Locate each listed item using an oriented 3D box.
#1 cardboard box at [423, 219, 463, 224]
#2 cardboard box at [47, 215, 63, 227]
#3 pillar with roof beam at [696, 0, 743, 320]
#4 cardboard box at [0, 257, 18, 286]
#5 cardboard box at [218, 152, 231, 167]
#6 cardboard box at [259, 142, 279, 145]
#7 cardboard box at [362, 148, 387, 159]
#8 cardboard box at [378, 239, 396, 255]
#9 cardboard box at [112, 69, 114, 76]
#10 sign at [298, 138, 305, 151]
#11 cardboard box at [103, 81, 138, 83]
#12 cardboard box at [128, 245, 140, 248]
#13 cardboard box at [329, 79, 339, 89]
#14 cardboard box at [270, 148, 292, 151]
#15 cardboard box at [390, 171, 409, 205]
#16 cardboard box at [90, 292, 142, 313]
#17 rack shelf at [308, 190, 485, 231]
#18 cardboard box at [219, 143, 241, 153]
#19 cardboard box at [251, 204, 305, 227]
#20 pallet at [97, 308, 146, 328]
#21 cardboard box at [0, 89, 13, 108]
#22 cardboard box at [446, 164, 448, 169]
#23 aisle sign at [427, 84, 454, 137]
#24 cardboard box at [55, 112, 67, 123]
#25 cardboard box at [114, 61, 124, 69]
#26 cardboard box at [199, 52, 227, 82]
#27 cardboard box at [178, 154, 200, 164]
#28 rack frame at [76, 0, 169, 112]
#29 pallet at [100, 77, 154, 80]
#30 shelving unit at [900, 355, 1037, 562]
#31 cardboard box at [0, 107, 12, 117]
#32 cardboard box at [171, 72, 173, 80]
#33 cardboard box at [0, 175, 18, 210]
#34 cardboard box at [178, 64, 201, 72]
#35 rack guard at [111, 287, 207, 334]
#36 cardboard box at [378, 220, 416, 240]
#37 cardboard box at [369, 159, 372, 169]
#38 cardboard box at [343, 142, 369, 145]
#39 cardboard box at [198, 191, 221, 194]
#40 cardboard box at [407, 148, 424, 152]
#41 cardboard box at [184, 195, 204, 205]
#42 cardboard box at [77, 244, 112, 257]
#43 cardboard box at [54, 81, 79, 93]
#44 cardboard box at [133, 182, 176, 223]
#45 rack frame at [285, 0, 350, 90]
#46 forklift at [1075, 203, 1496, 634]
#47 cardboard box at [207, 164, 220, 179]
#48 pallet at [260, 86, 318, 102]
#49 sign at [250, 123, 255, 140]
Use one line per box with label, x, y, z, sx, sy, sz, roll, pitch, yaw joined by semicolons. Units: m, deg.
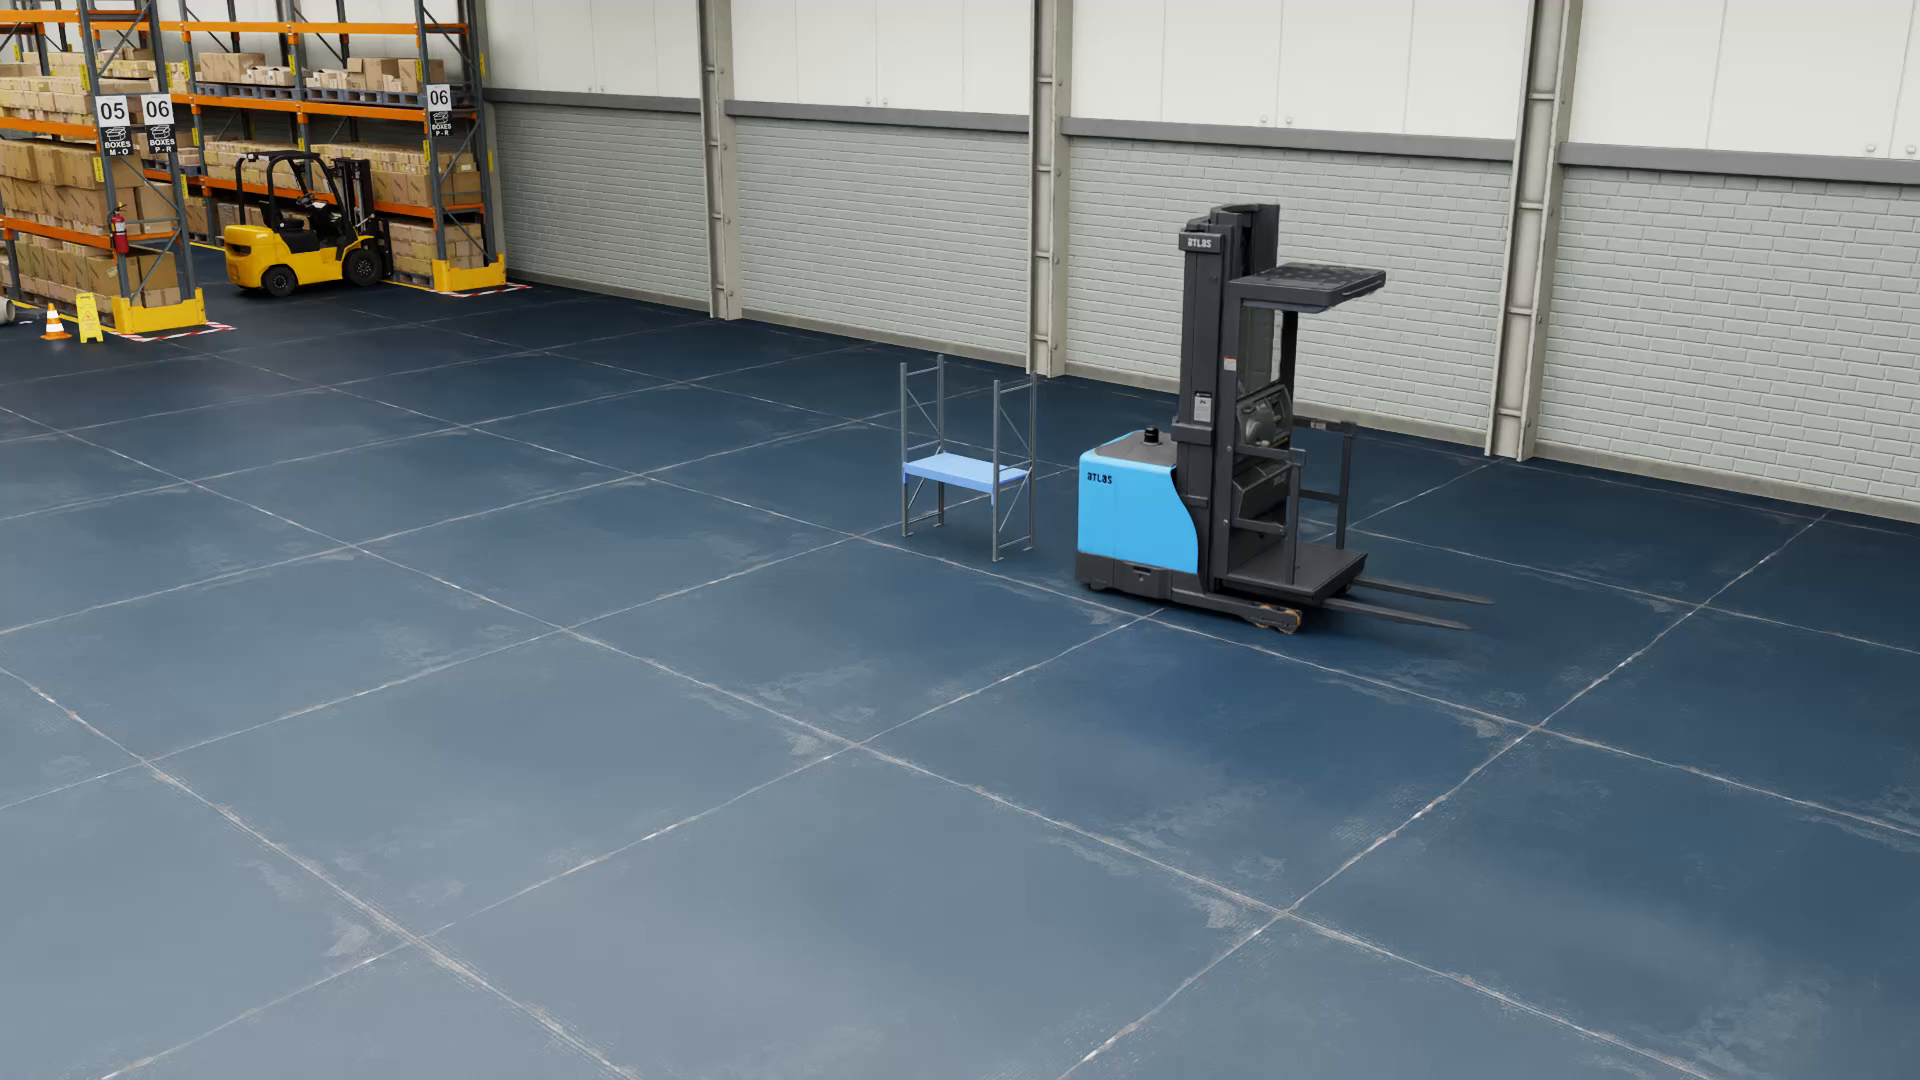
cardboard box;-8.597;-5.162;27.616;0.500;0.250;0.500;15;23;39
cardboard box;-13.091;-4.678;24.307;0.250;0.149;0.380;15;23;39
pillar with roof beam;-6.280;-6.581;19.973;0.400;9.000;9.100;15;23;39
cardboard box;-14.665;-4.289;26.316;0.625;0.372;0.950;15;23;40
cardboard box;-13.428;-7.085;30.899;0.500;0.250;0.500;16;24;41
cardboard box;-12.797;-7.304;30.930;0.250;0.149;0.380;15;23;39
cardboard box;-9.723;-6.441;27.718;0.250;0.149;0.380;15;23;39
cardboard box;-9.327;-4.914;27.661;0.500;0.250;0.500;14;23;38
cardboard box;-16.578;-9.286;33.009;0.250;0.149;0.380;15;23;40
sign;-11.332;-6.750;28.637;0.005;0.325;0.100;15;23;39
cardboard box;-11.755;-6.352;23.306;0.250;0.149;0.380;15;23;39
cardboard box;-12.481;-4.116;24.734;0.500;0.500;0.500;16;23;40
cardboard box;-10.270;-7.605;27.712;0.250;0.149;0.380;16;24;41
cardboard box;-12.020;-6.867;29.553;0.250;0.149;0.380;14;22;38
cardboard box;-8.912;-5.750;27.107;0.500;0.500;0.500;16;24;41
cardboard box;-12.081;-3.429;23.809;0.500;0.250;0.500;15;23;39
rack shelf;-9.483;-5.616;28.037;4.000;0.370;1.077;15;23;39
cardboard box;-13.518;-7.290;30.887;0.250;0.149;0.380;16;24;41
cardboard box;-12.516;-5.839;30.782;0.625;0.625;0.875;14;22;37
pallet;-11.920;-3.290;24.131;1.213;0.211;1.003;15;23;39
cardboard box;-13.732;-6.485;24.383;0.500;0.250;0.500;15;23;39
cardboard box;-8.296;-6.076;27.060;0.250;0.149;0.380;15;23;39
aisle sign;-8.133;-6.716;26.019;0.004;0.787;0.394;15;23;39
cardboard box;-12.479;-5.960;23.390;0.250;0.149;0.380;15;23;39
cardboard box;-16.412;-9.363;32.761;0.250;0.149;0.380;15;23;38
cardboard box;-13.591;-8.688;30.544;0.500;0.500;0.500;15;23;40
cardboard box;-14.717;-7.289;31.841;0.250;0.149;0.380;16;23;40
rack frame;-11.279;-7.293;22.214;0.127;3.000;1.000;15;23;39
pallet;-16.522;-9.160;33.367;1.003;0.211;1.213;15;23;39
shelving unit;0.064;-0.698;13.831;1.048;1.500;0.538;15;23;39
cardboard box;-14.044;-6.362;24.657;0.250;0.149;0.380;15;23;39
cardboard box;-14.971;-8.883;31.774;0.250;0.149;0.380;15;23;39
cardboard box;-14.127;-5.274;25.115;0.500;0.500;0.500;15;23;39
cardboard box;-14.425;-8.855;31.194;0.250;0.149;0.380;16;24;41
rack guard;-11.336;-3.257;23.548;0.348;0.500;1.175;15;23;39
cardboard box;-9.309;-5.145;27.564;0.500;0.250;0.500;15;23;40
cardboard box;-9.772;-6.278;27.698;0.250;0.149;0.380;14;23;38
cardboard box;-10.540;-6.863;29.049;0.250;0.149;0.380;15;23;39
cardboard box;-14.943;-6.865;33.149;0.250;0.149;0.380;14;23;38
cardboard box;-8.997;-6.457;27.768;0.250;0.149;0.380;14;23;38
cardboard box;-14.901;-6.634;32.421;0.250;0.149;0.380;14;22;37
cardboard box;-12.371;-4.150;23.768;0.250;0.149;0.380;16;24;41
cardboard box;-12.433;-6.345;23.285;0.250;0.149;0.380;15;23;39
cardboard box;-11.450;-4.780;23.559;0.500;0.500;0.500;15;23;38
rack frame;-10.979;-9.220;28.286;0.127;3.000;1.000;15;23;39
forklift;2.409;-0.906;12.120;3.031;2.935;1.130;11;21;31
cardboard box;-13.801;-6.947;31.292;0.500;0.250;0.500;15;23;39
pallet;-11.648;-7.873;29.317;1.217;0.209;0.805;14;22;37
sign;-13.605;-7.841;31.947;0.005;0.325;0.100;15;23;39
